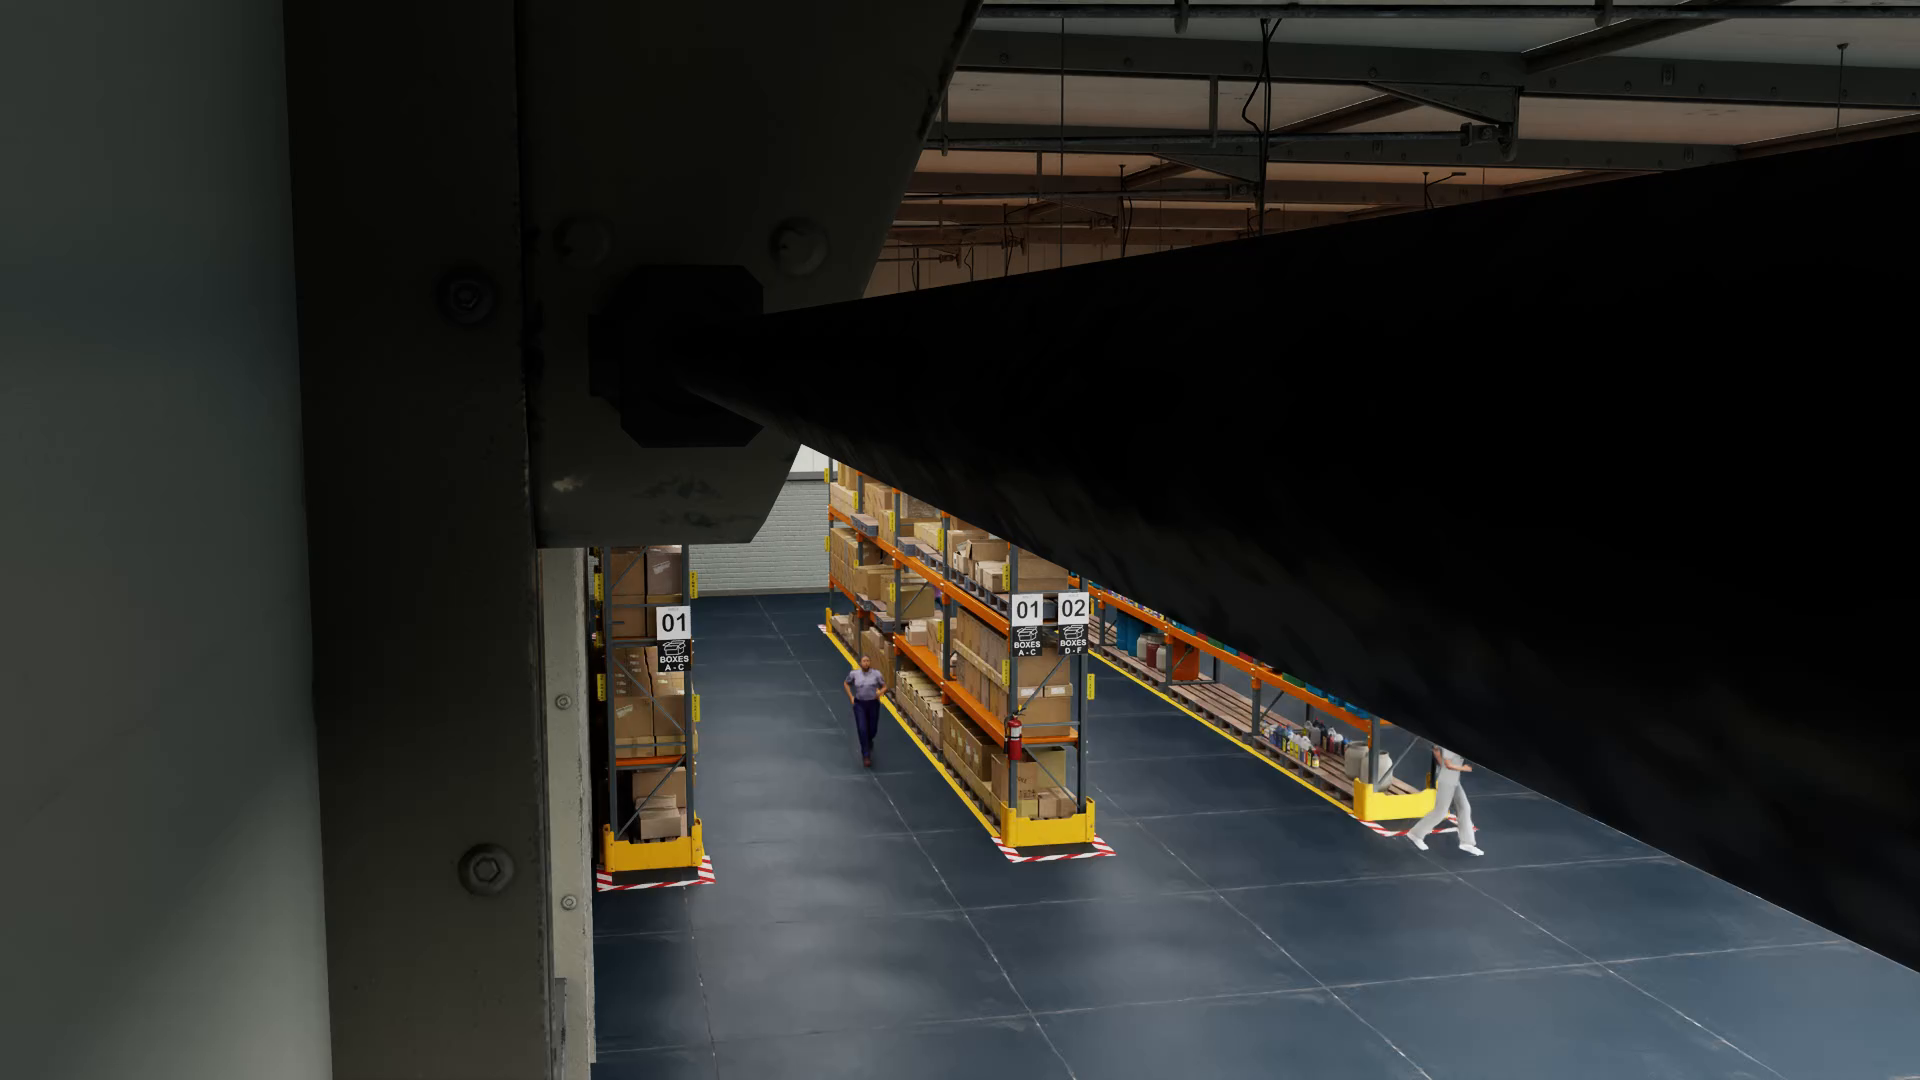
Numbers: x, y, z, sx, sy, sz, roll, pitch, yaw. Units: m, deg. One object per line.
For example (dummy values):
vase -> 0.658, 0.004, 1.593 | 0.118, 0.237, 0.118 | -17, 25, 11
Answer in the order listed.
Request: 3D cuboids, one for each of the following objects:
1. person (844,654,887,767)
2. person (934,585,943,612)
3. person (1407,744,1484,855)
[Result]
person -> -1.416, 2.625, 25.110 | 0.648, 1.429, 0.884 | -1, 7, -8
person -> -0.423, 1.247, 36.394 | 0.596, 1.548, 0.602 | -5, 9, -37
person -> 6.072, 3.045, 20.700 | 0.927, 1.664, 0.597 | 2, 7, 19
